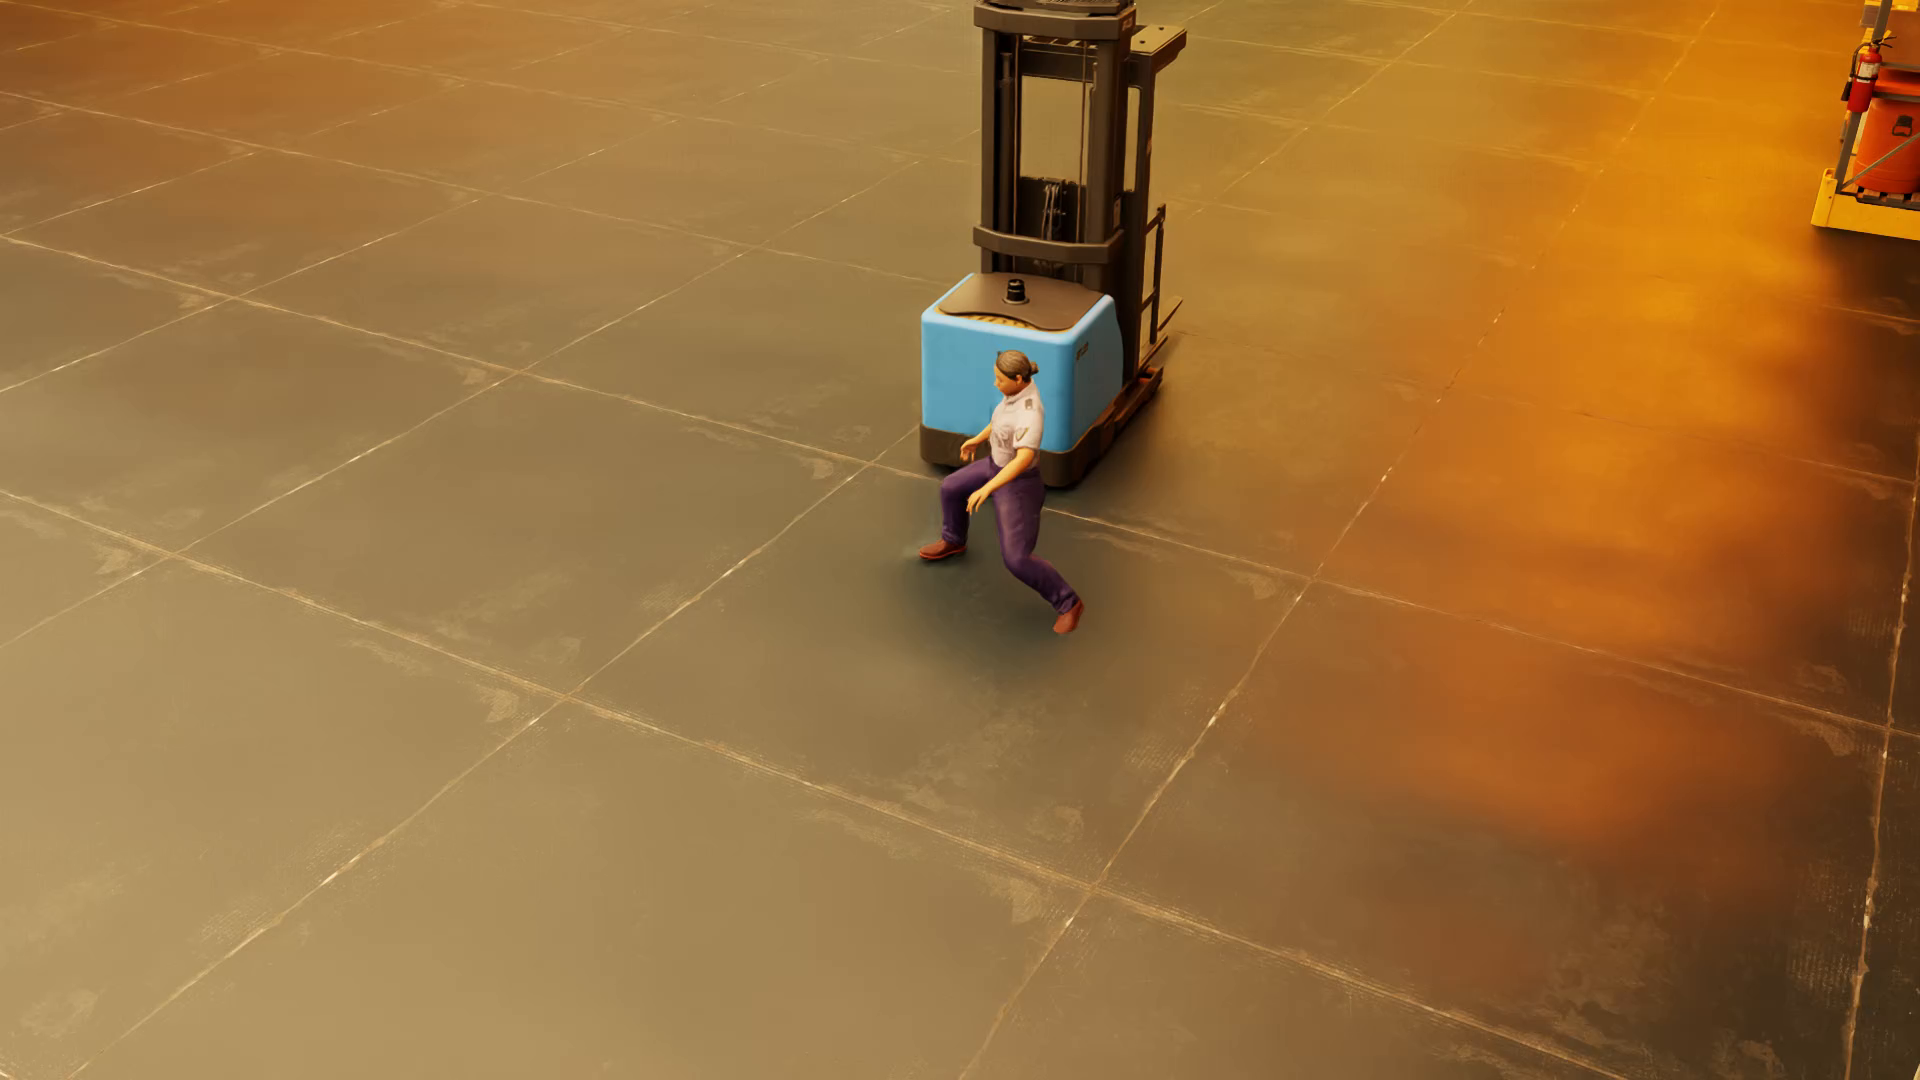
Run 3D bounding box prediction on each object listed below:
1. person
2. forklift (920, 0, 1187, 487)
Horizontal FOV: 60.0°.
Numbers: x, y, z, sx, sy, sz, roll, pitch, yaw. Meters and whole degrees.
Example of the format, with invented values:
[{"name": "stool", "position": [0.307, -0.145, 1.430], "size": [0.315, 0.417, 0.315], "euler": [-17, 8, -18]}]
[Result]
[{"name": "person", "position": [0.231, -0.327, 9.150], "size": [0.869, 1.505, 0.966], "euler": [-3, 30, -6]}, {"name": "forklift", "position": [0.798, -2.321, 11.092], "size": [1.130, 2.935, 3.031], "euler": [12, 32, 20]}]
